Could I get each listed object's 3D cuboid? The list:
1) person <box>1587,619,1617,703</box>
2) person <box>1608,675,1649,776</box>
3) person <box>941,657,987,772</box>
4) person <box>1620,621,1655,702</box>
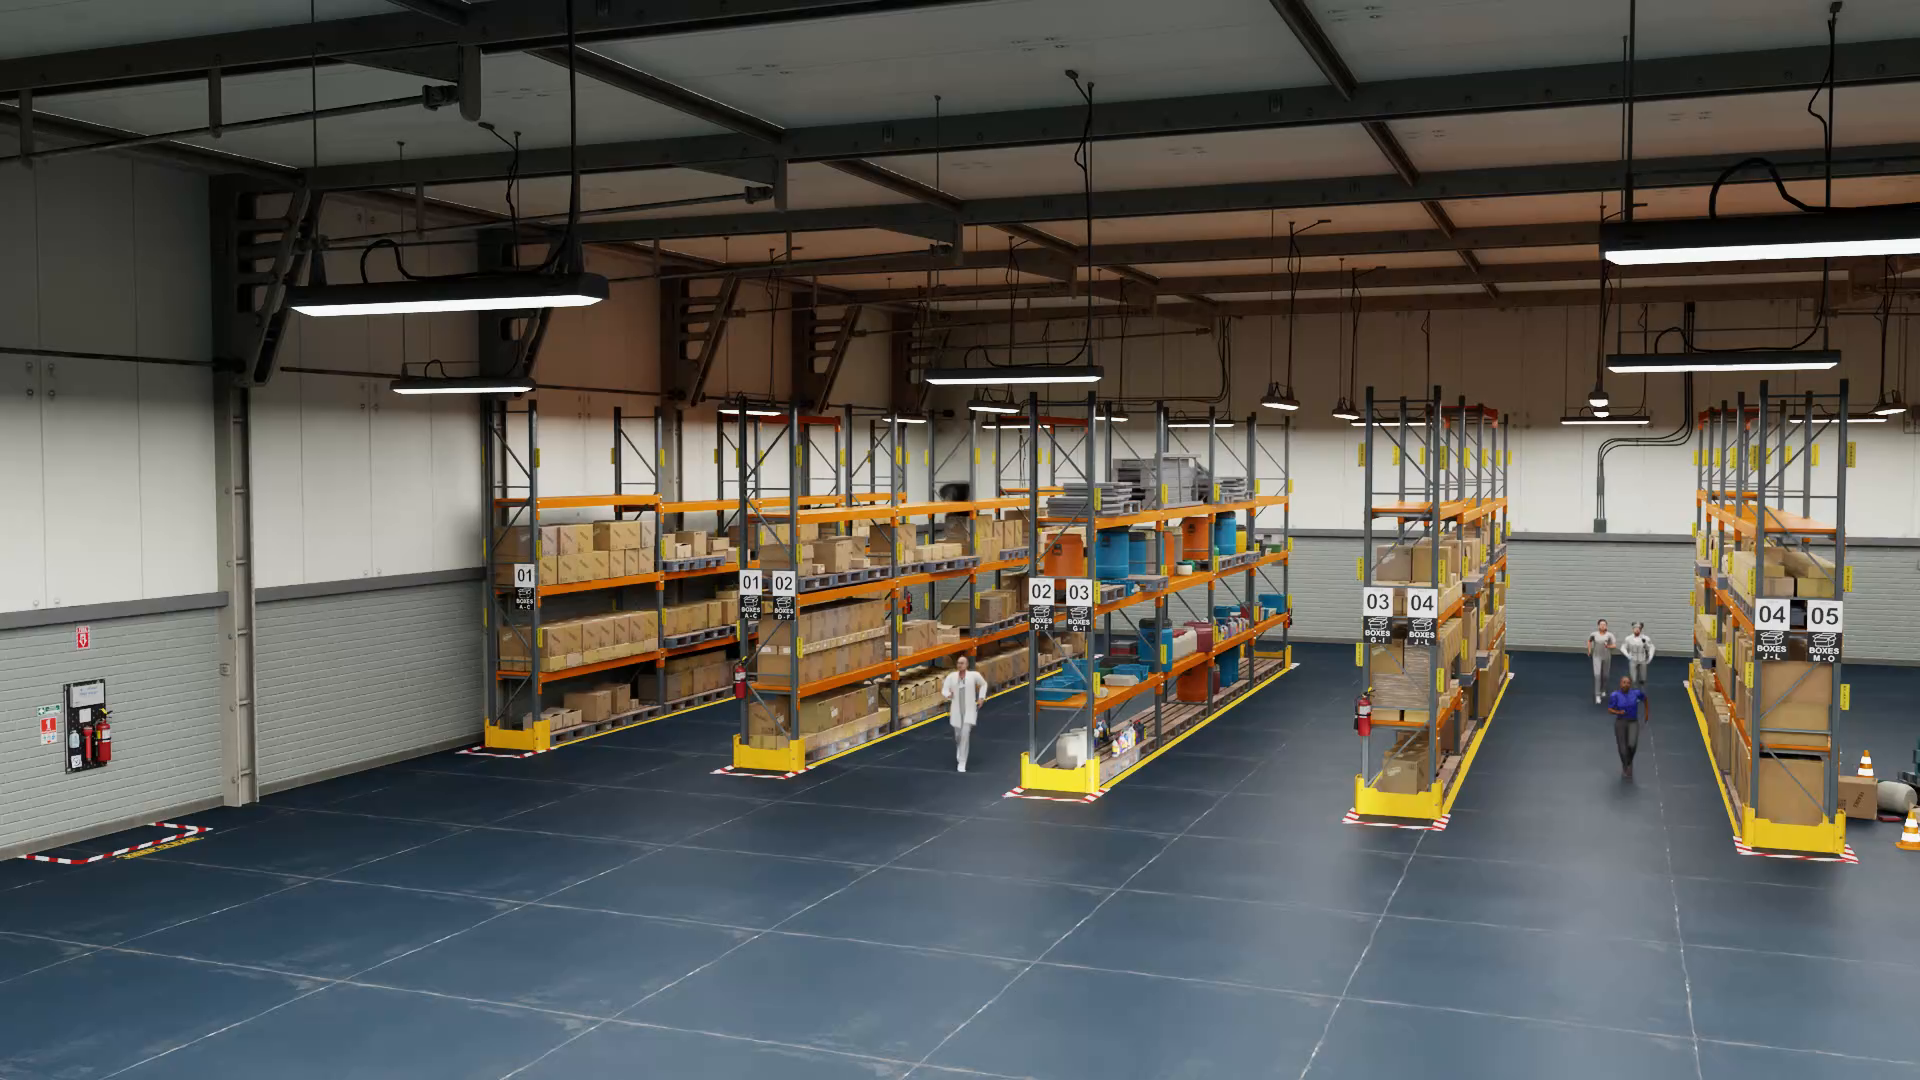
[{"bbox_3d":[13.166,2.459,34.117,0.558,1.678,0.940,1,3,18],"label":"person"},{"bbox_3d":[10.408,2.900,25.896,0.610,1.604,0.758,1,3,19],"label":"person"},{"bbox_3d":[0.068,2.781,26.949,0.718,1.799,1.059,1,3,13],"label":"person"},{"bbox_3d":[13.947,2.499,34.230,0.663,1.663,0.521,1,3,19],"label":"person"}]
